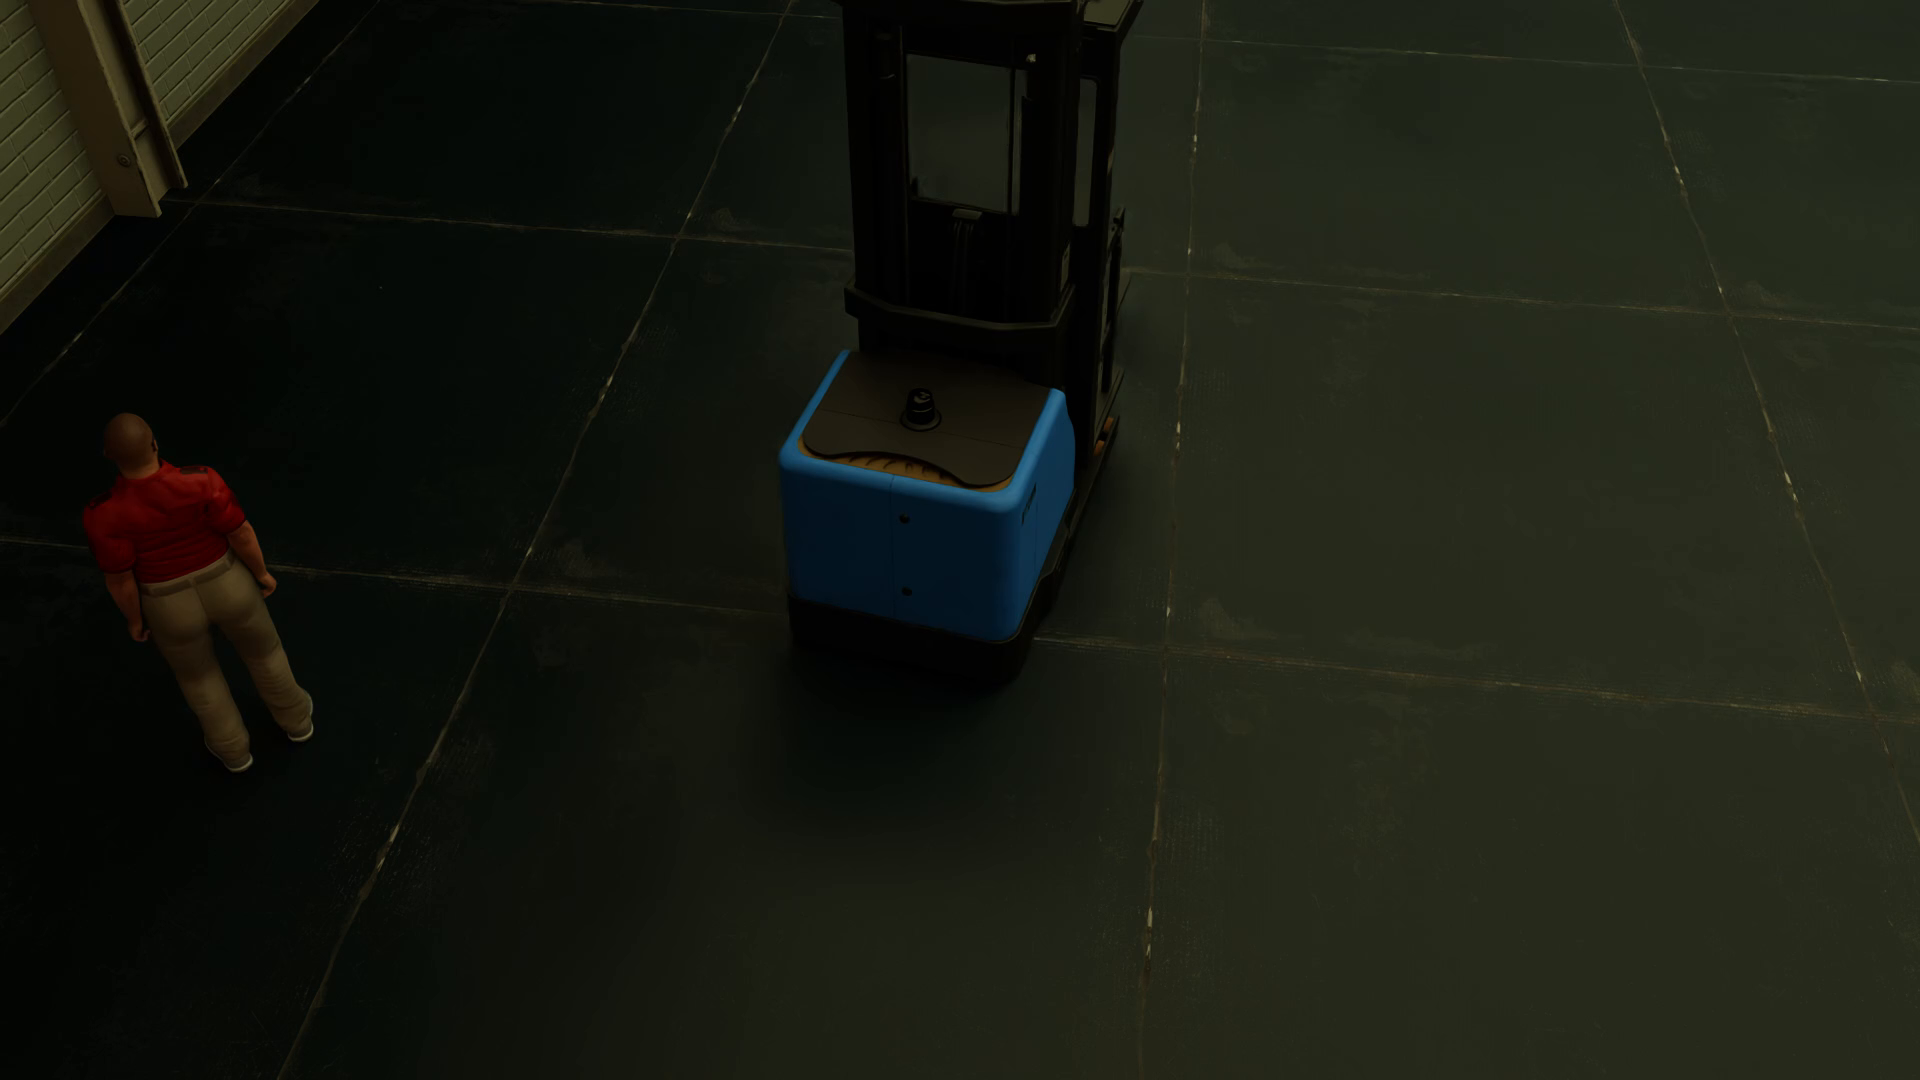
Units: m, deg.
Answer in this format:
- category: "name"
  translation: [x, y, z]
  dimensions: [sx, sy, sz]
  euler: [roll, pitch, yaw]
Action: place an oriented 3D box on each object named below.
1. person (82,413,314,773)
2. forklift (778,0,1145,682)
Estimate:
- category: "person"
  translation: [-2.940, 0.194, 6.404]
  dimensions: [0.554, 1.731, 0.376]
  euler: [-23, 48, -23]
- category: "forklift"
  translation: [0.168, -1.482, 7.338]
  dimensions: [1.130, 2.935, 3.031]
  euler: [12, 44, 13]
